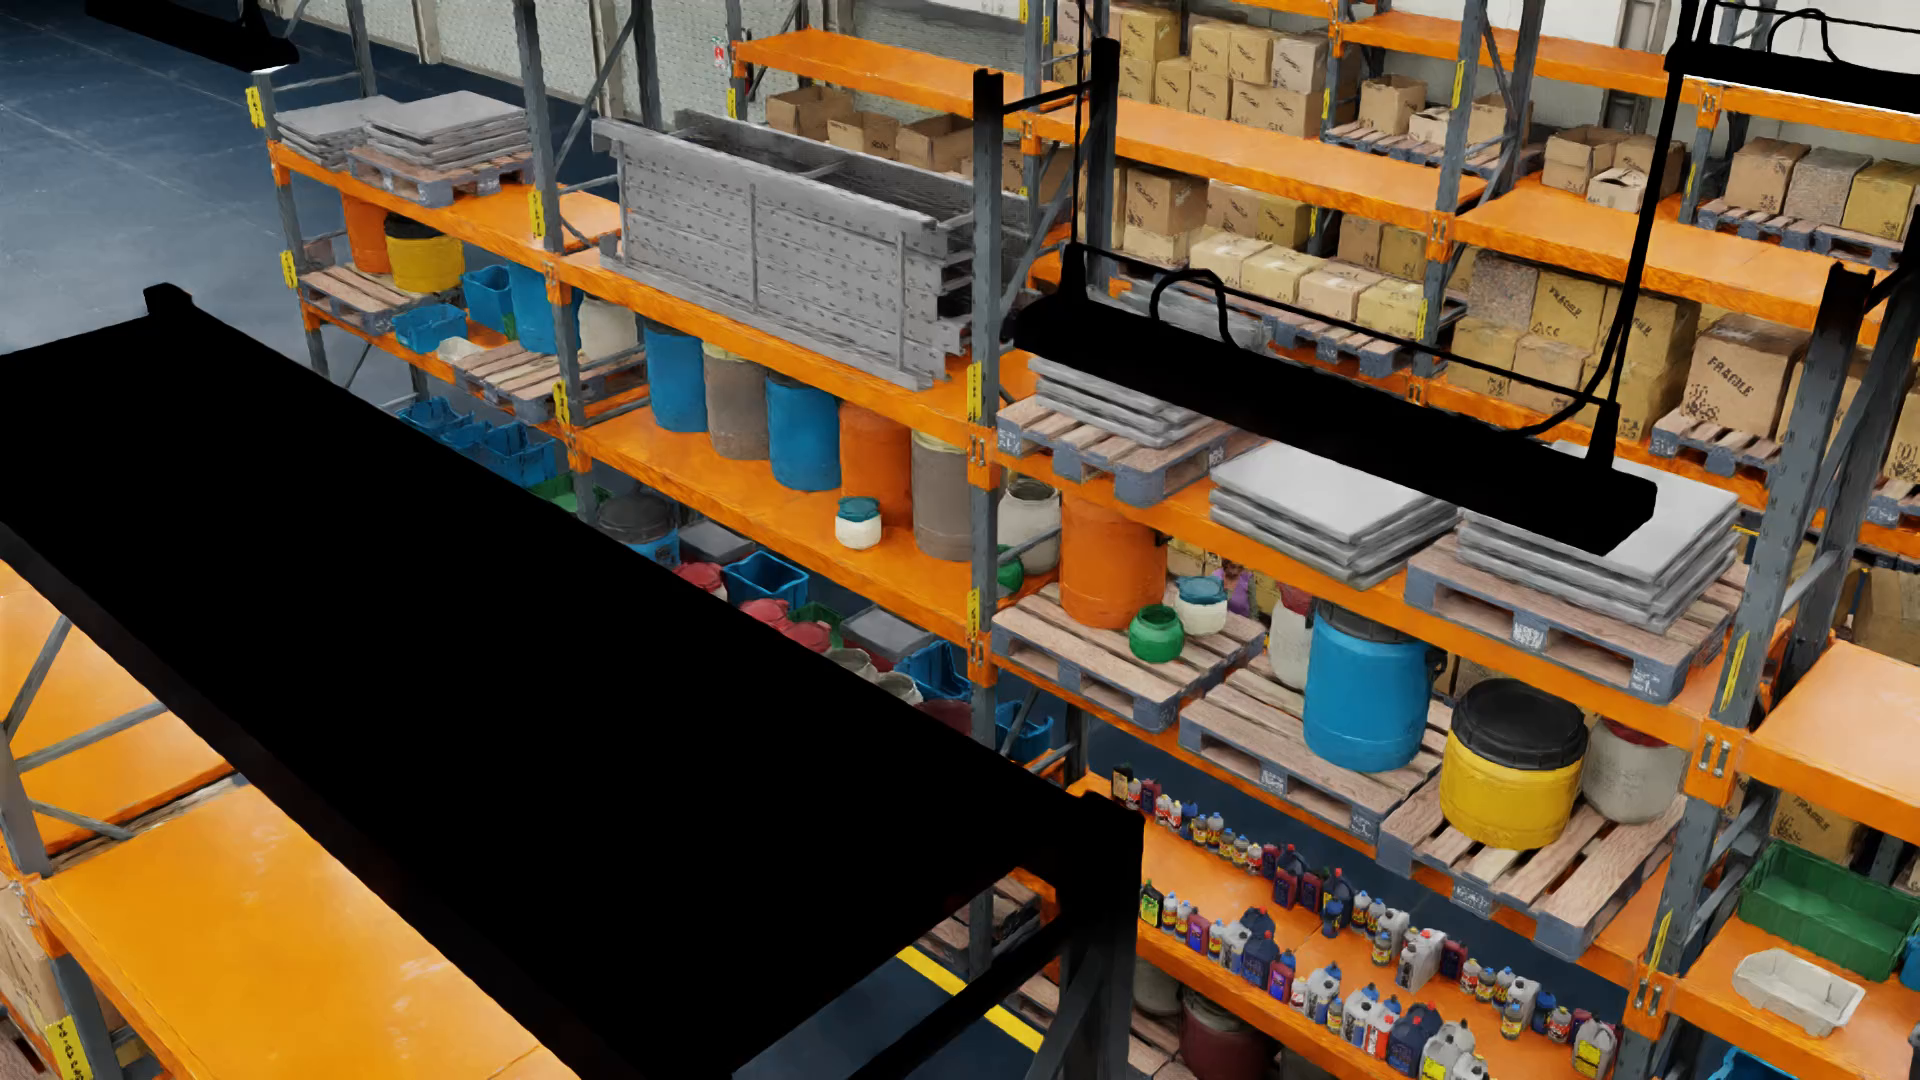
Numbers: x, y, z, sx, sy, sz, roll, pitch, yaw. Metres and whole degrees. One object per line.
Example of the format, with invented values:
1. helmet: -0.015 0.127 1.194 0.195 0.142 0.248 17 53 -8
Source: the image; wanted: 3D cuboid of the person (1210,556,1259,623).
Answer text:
1. person: 2.129 0.764 13.221 0.499 1.599 0.423 9 31 16
